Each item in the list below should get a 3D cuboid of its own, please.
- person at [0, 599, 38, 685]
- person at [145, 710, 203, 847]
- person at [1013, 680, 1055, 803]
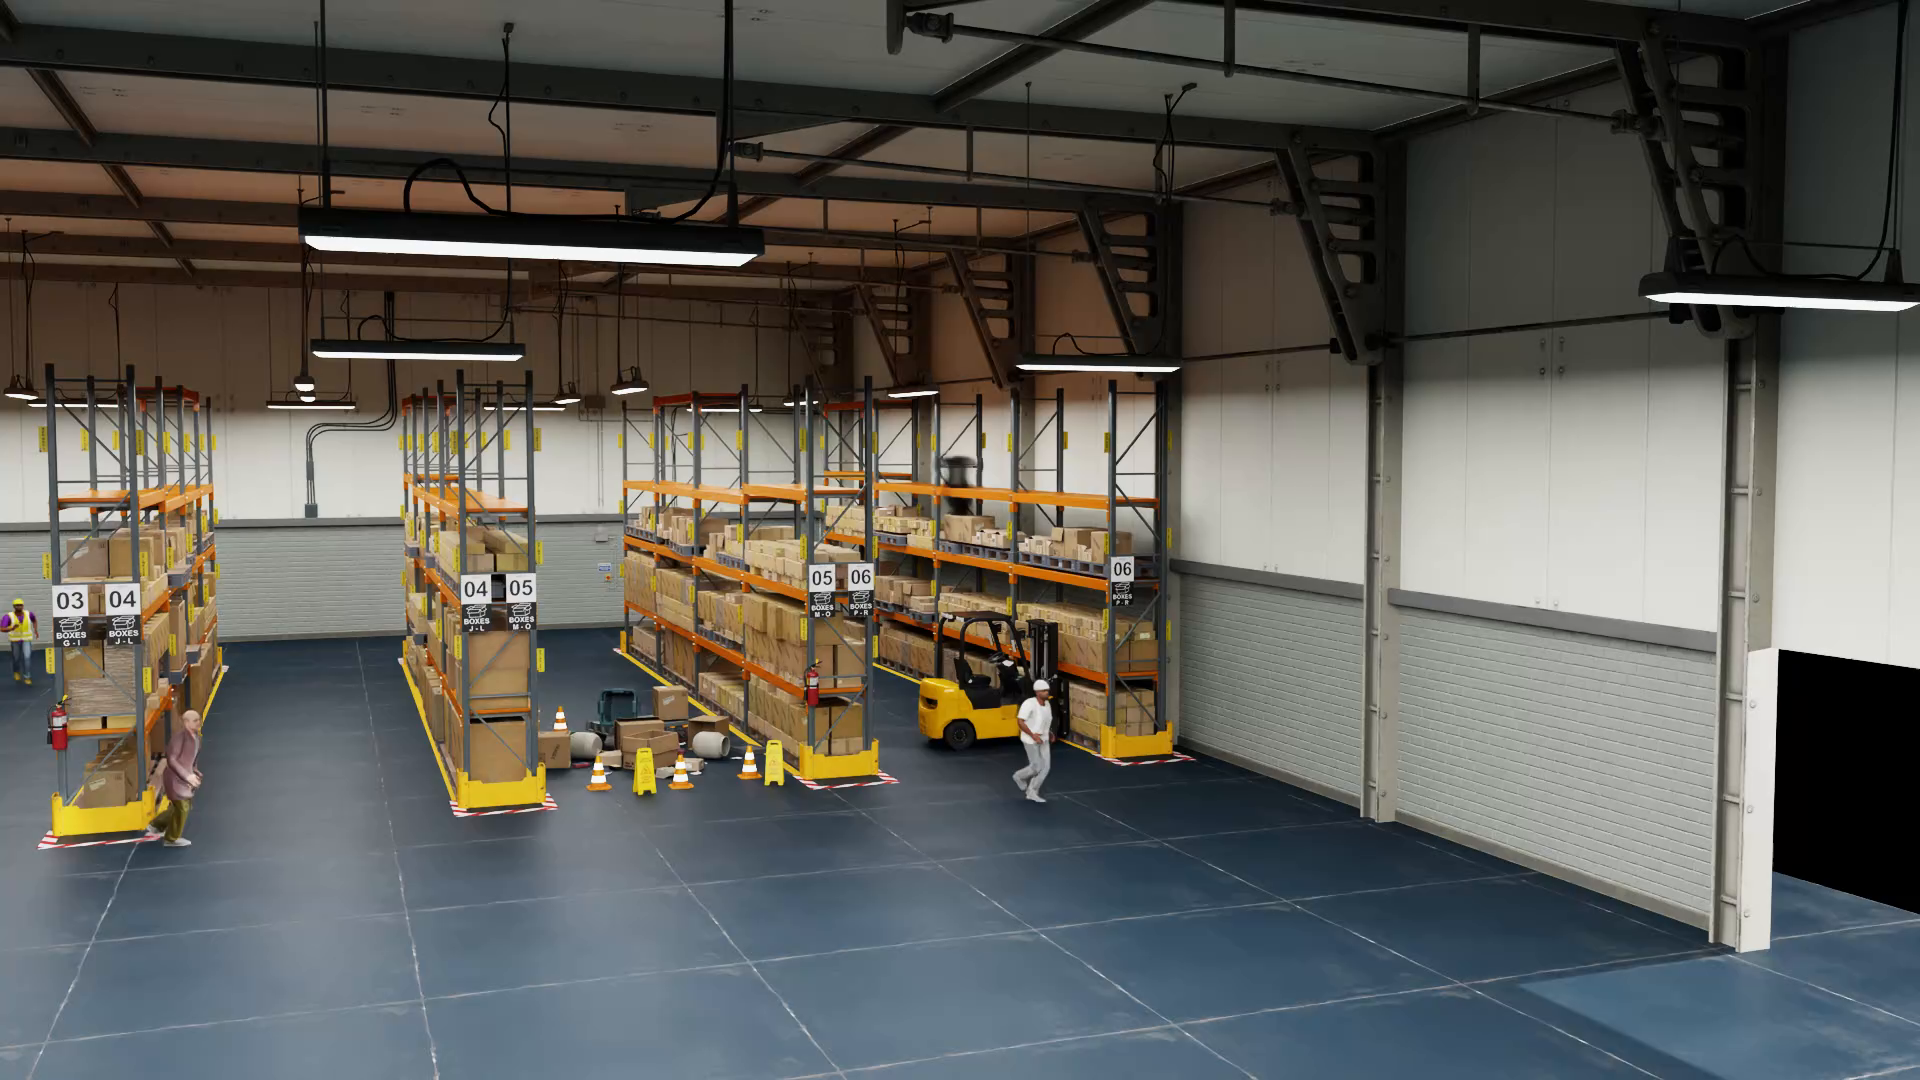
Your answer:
[{"bbox_3d":[-19.374,2.078,34.266,0.698,1.750,1.001,-2,4,-34],"label":"person"},{"bbox_3d":[-9.714,2.996,20.550,0.767,1.602,0.691,0,3,-2],"label":"person"},{"bbox_3d":[0.992,2.794,23.275,0.685,1.715,0.671,-3,5,-44],"label":"person"}]
